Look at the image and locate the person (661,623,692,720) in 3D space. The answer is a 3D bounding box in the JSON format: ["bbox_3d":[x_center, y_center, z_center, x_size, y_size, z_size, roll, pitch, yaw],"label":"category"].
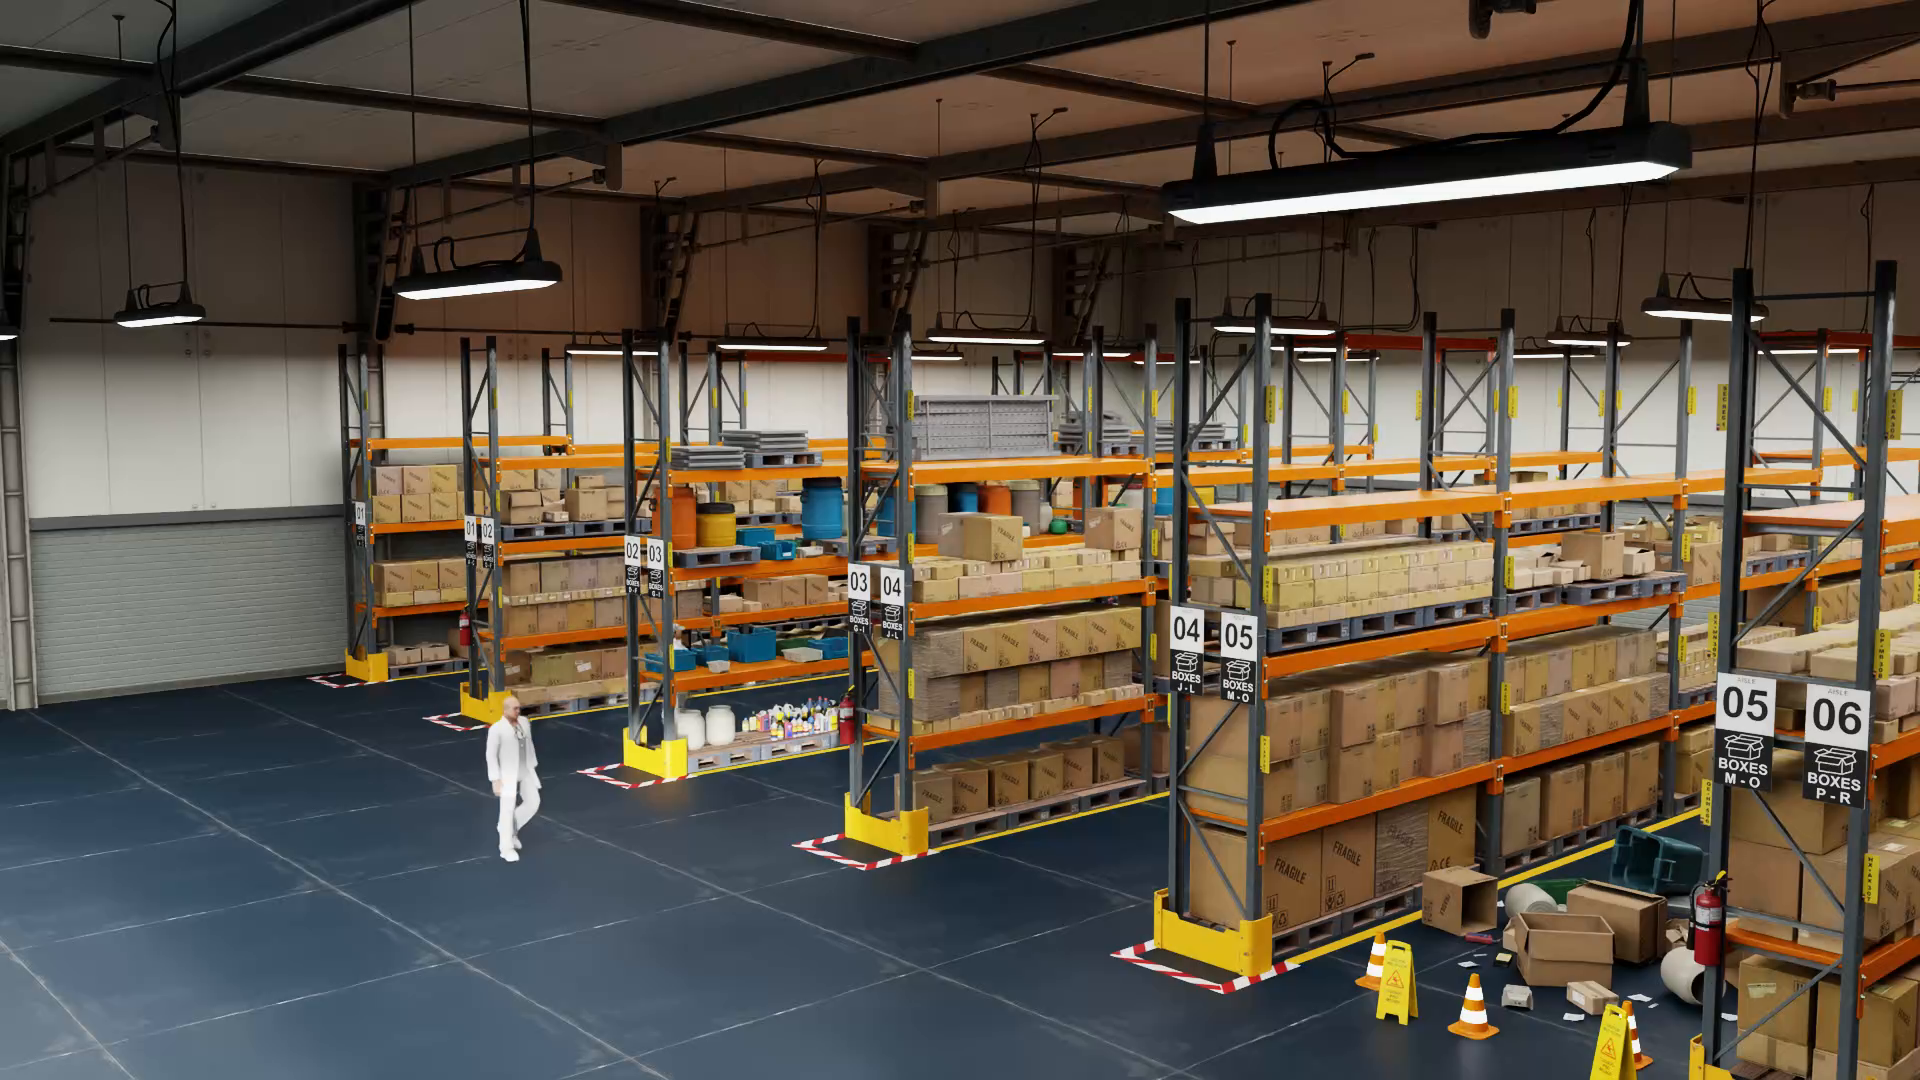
[{"bbox_3d":[-4.295,2.070,25.207,0.475,1.655,0.491,-1,5,-15],"label":"person"}]

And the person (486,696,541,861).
[{"bbox_3d":[-4.979,2.617,18.507,0.648,1.779,0.693,4,6,36],"label":"person"}]
